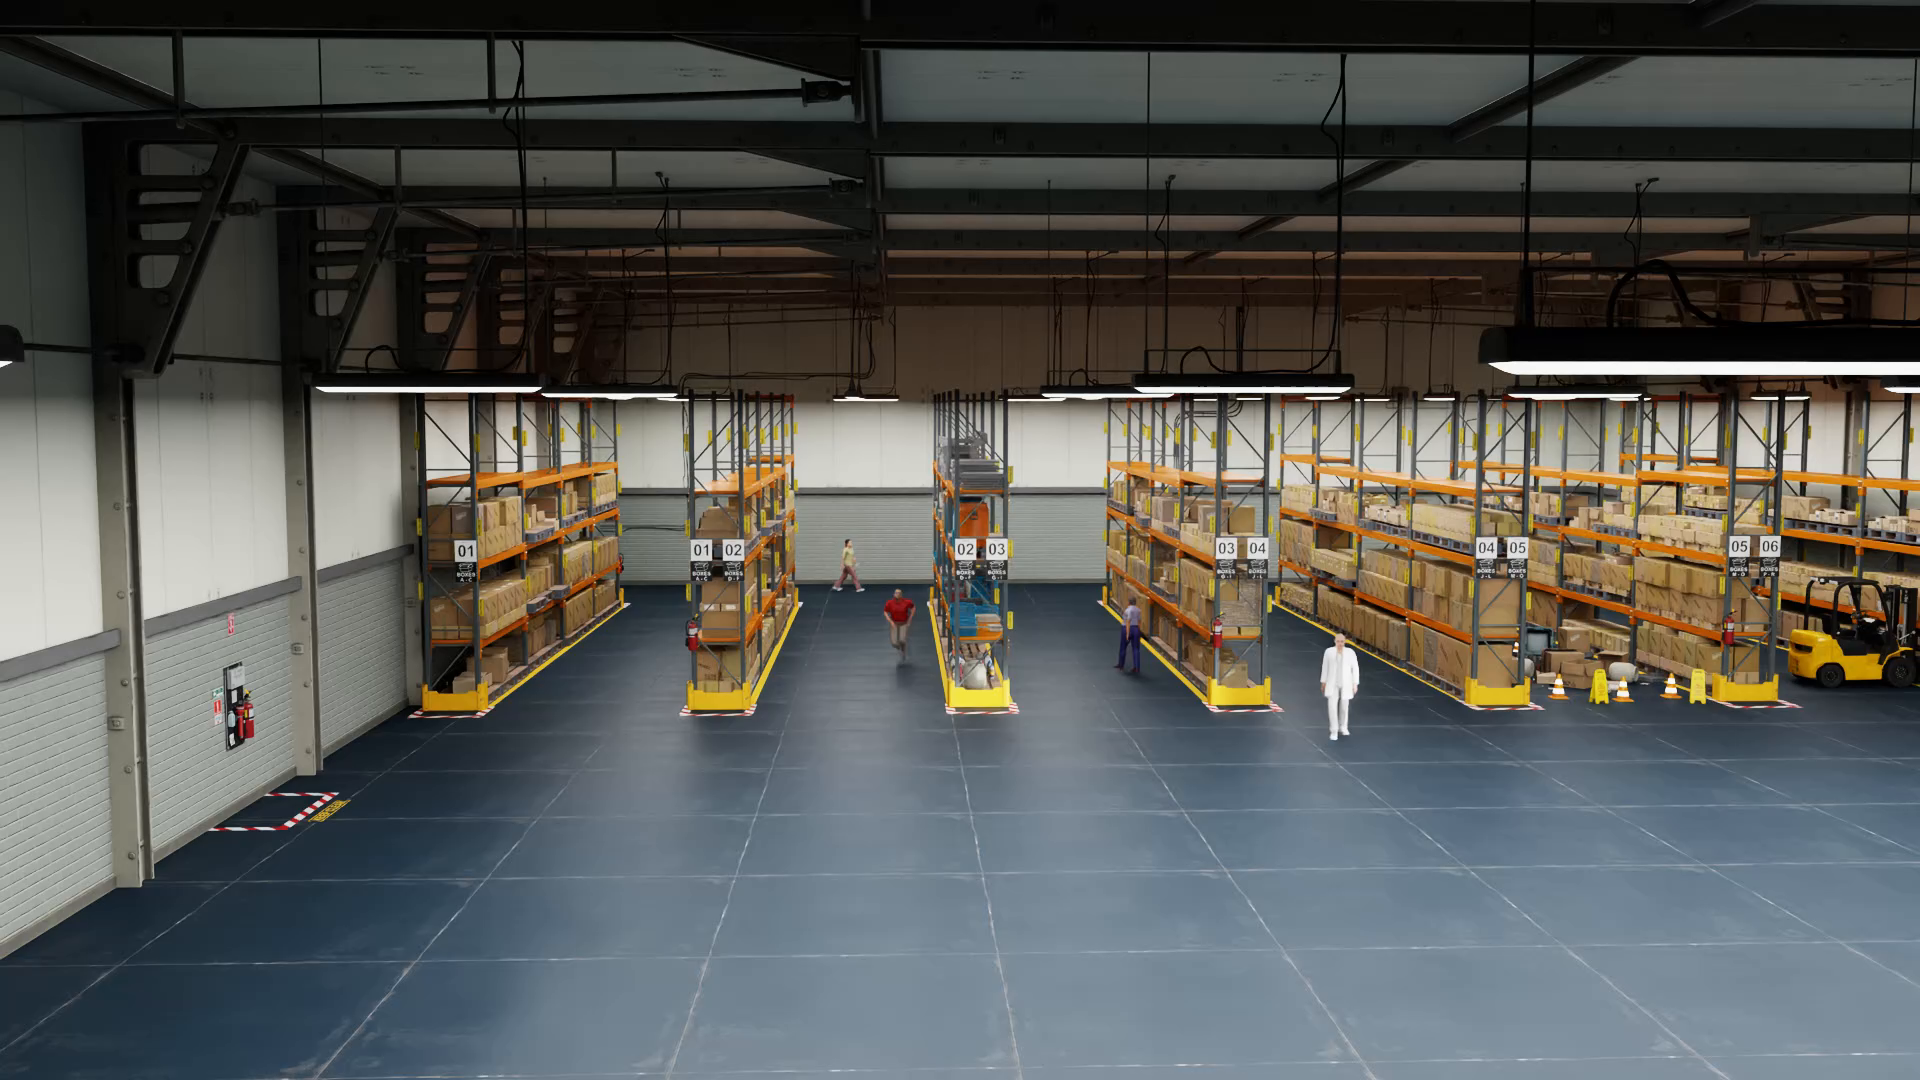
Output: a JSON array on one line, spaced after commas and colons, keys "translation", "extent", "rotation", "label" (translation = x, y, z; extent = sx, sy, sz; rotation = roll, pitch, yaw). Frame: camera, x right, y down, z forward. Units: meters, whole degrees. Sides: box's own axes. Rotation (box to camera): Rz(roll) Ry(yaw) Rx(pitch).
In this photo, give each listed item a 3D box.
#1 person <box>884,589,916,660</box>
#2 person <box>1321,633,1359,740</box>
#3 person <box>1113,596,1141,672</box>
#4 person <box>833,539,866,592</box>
[{"translation": [-1.320, 1.842, 36.430], "extent": [0.671, 1.596, 0.737], "rotation": [1, 5, 8], "label": "person"}, {"translation": [6.553, 2.515, 28.681], "extent": [0.649, 1.827, 0.561], "rotation": [1, 5, 15], "label": "person"}, {"translation": [3.692, 2.003, 35.607], "extent": [0.488, 1.604, 0.723], "rotation": [-1, 5, -16], "label": "person"}, {"translation": [-3.372, 0.774, 50.683], "extent": [1.051, 1.620, 0.425], "rotation": [1, 5, 8], "label": "person"}]
